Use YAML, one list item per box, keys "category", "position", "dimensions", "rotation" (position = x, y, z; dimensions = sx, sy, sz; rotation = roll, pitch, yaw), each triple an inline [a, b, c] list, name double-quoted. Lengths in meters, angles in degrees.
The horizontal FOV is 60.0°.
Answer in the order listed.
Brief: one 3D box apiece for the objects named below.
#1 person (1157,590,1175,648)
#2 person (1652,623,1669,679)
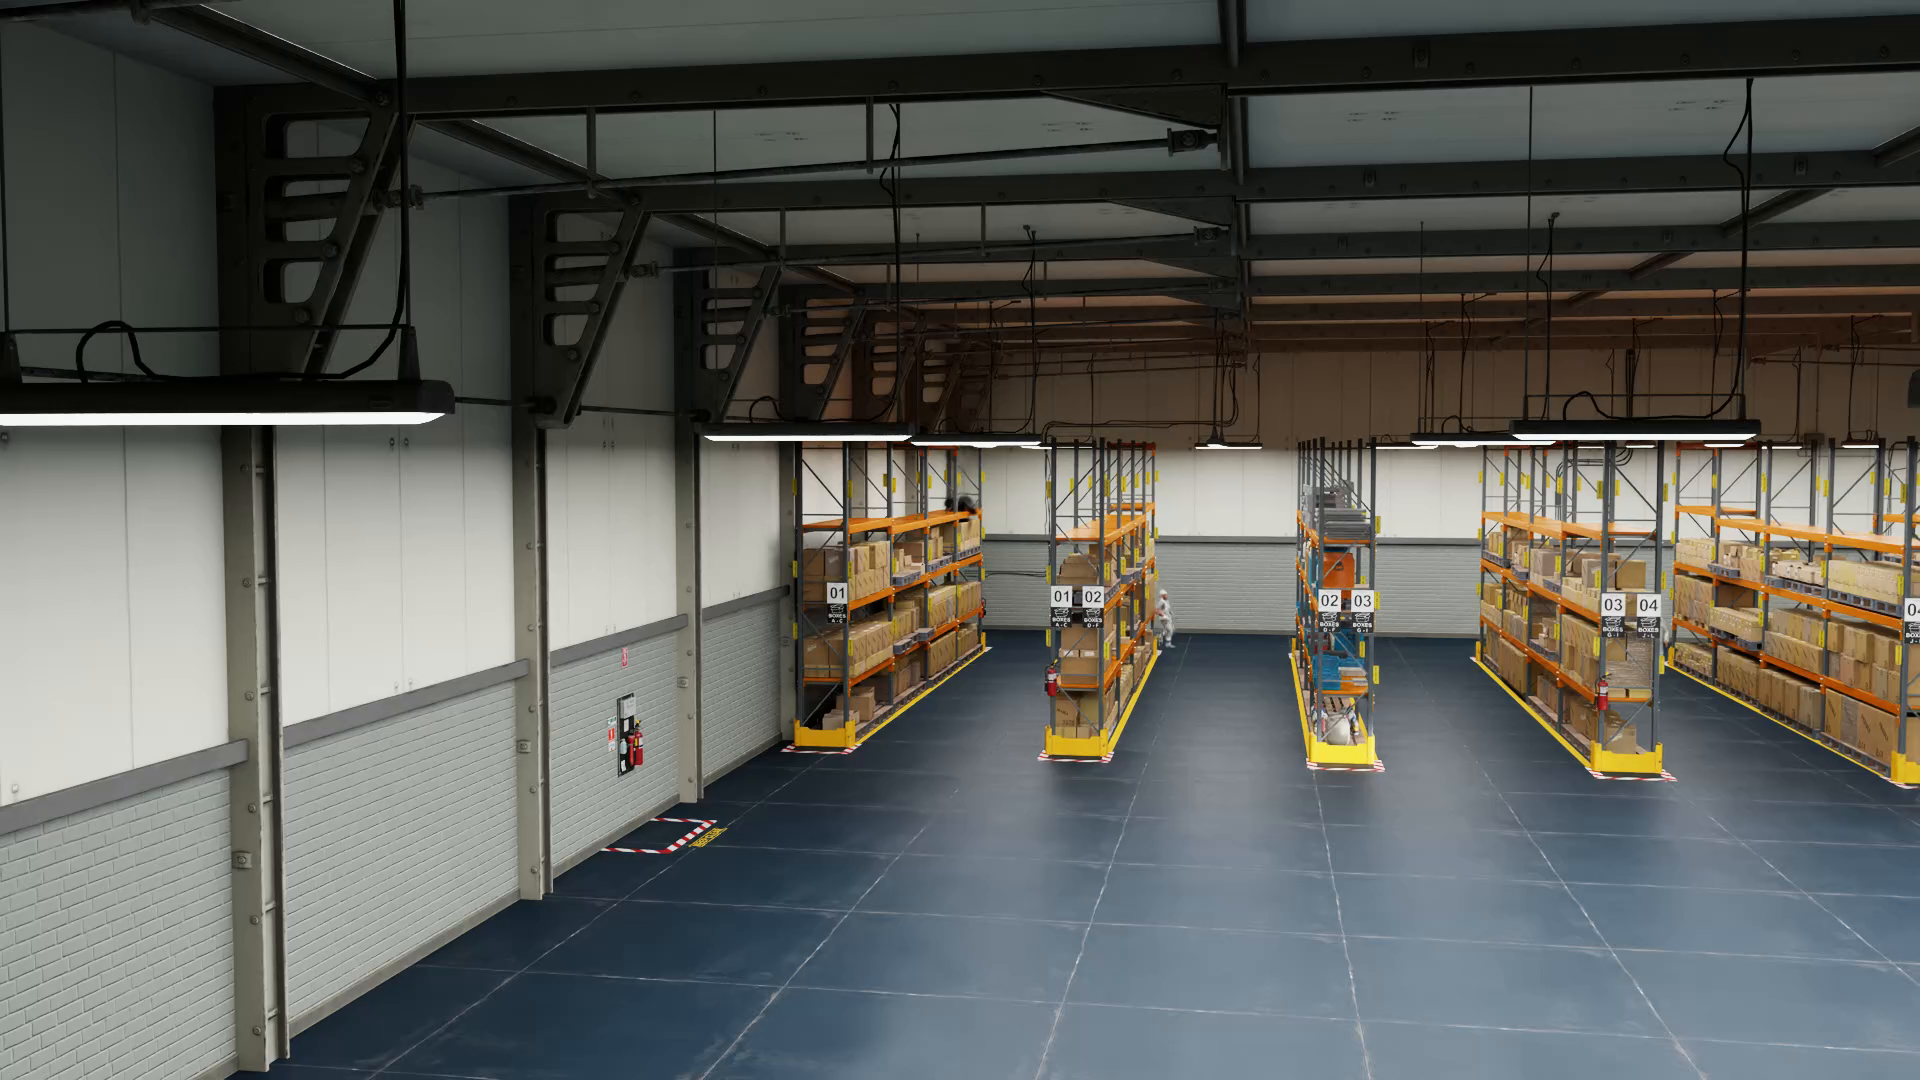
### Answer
- category: "person"
  position: [5.893, 2.283, 48.180]
  dimensions: [0.571, 1.713, 0.710]
  rotation: [2, 3, 27]
- category: "person"
  position: [17.165, 2.787, 41.117]
  dimensions: [0.725, 1.525, 1.006]
  rotation: [1, 3, 14]
